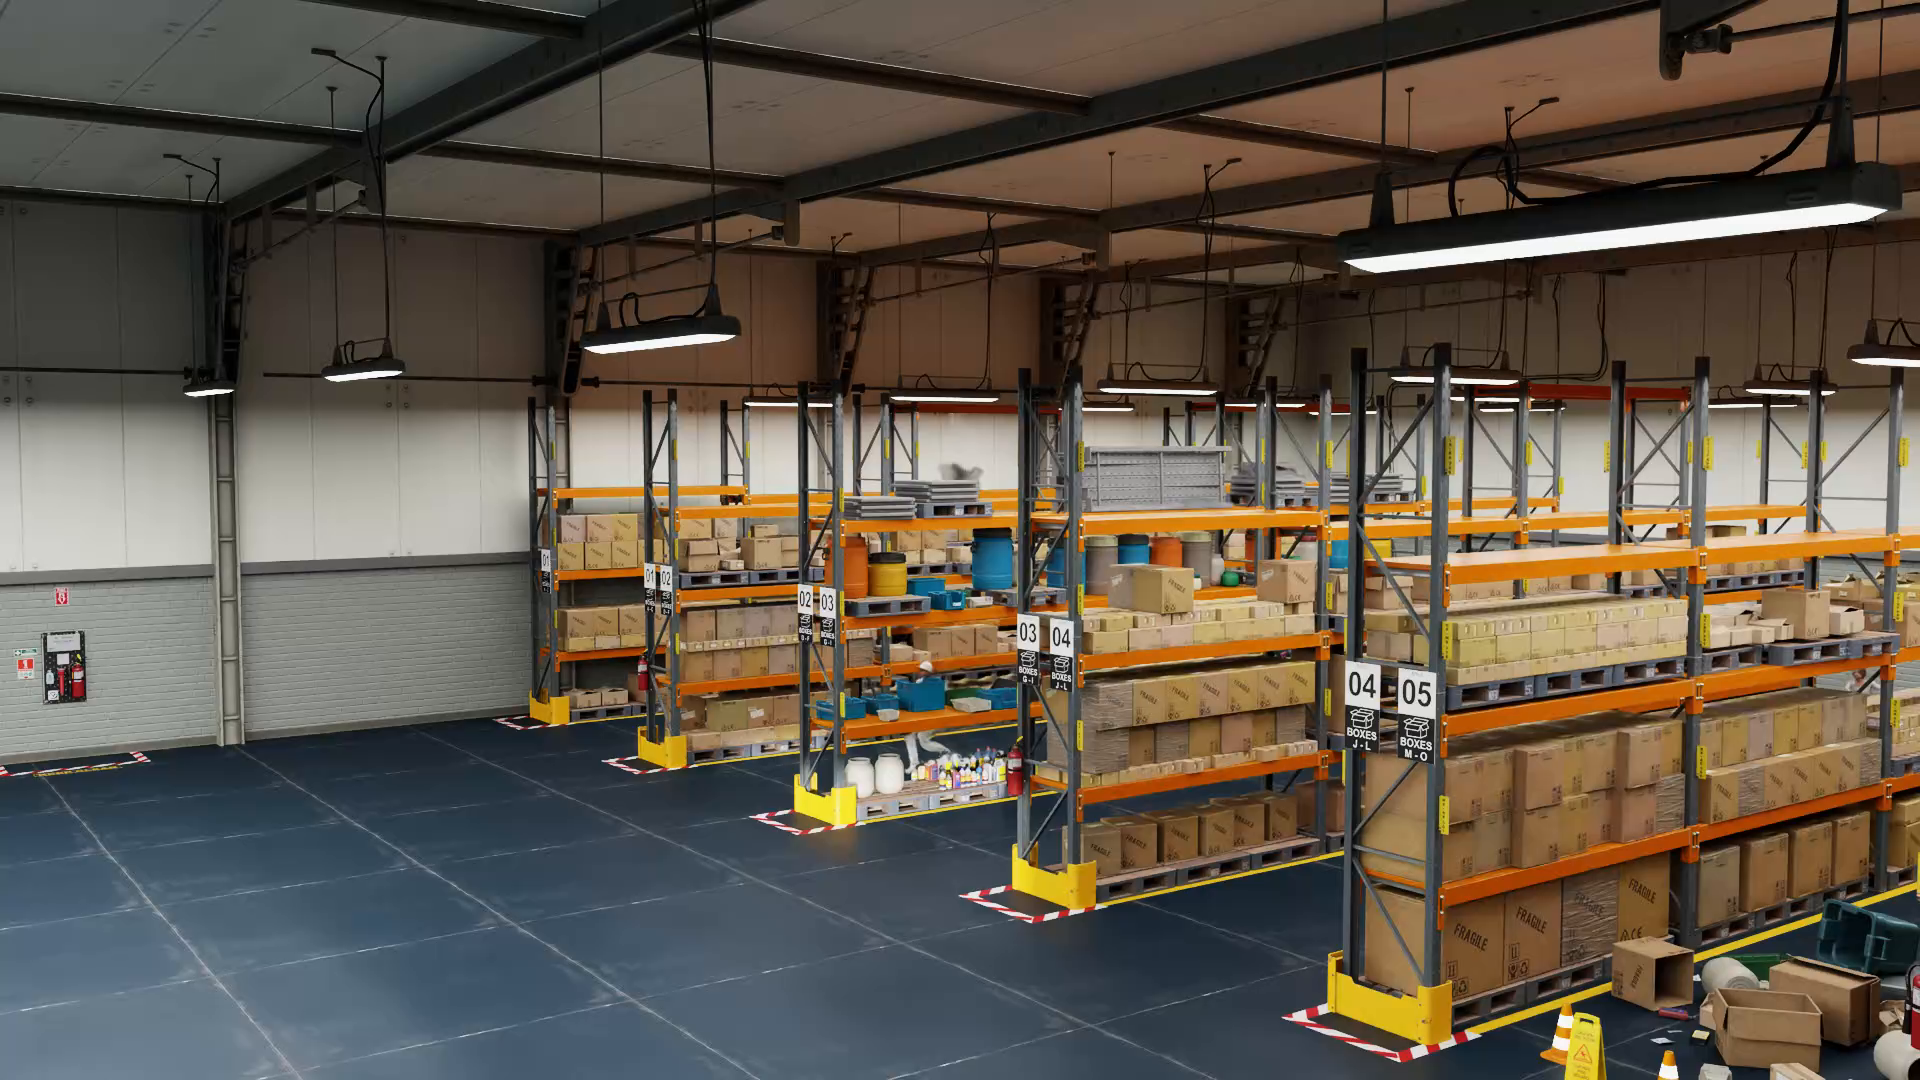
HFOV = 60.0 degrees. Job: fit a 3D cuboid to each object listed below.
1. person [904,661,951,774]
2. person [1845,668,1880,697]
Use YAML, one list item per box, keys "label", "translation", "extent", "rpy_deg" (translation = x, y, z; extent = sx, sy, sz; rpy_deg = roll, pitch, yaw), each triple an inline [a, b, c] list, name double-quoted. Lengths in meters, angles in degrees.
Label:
- label: "person"
  translation: [-0.556, 2.762, 25.903]
  extent: [0.818, 1.750, 0.685]
  rpy_deg: [-2, 4, -34]
- label: "person"
  translation: [14.474, 2.816, 26.606]
  extent: [0.688, 1.621, 0.572]
  rpy_deg: [-3, 4, -40]
